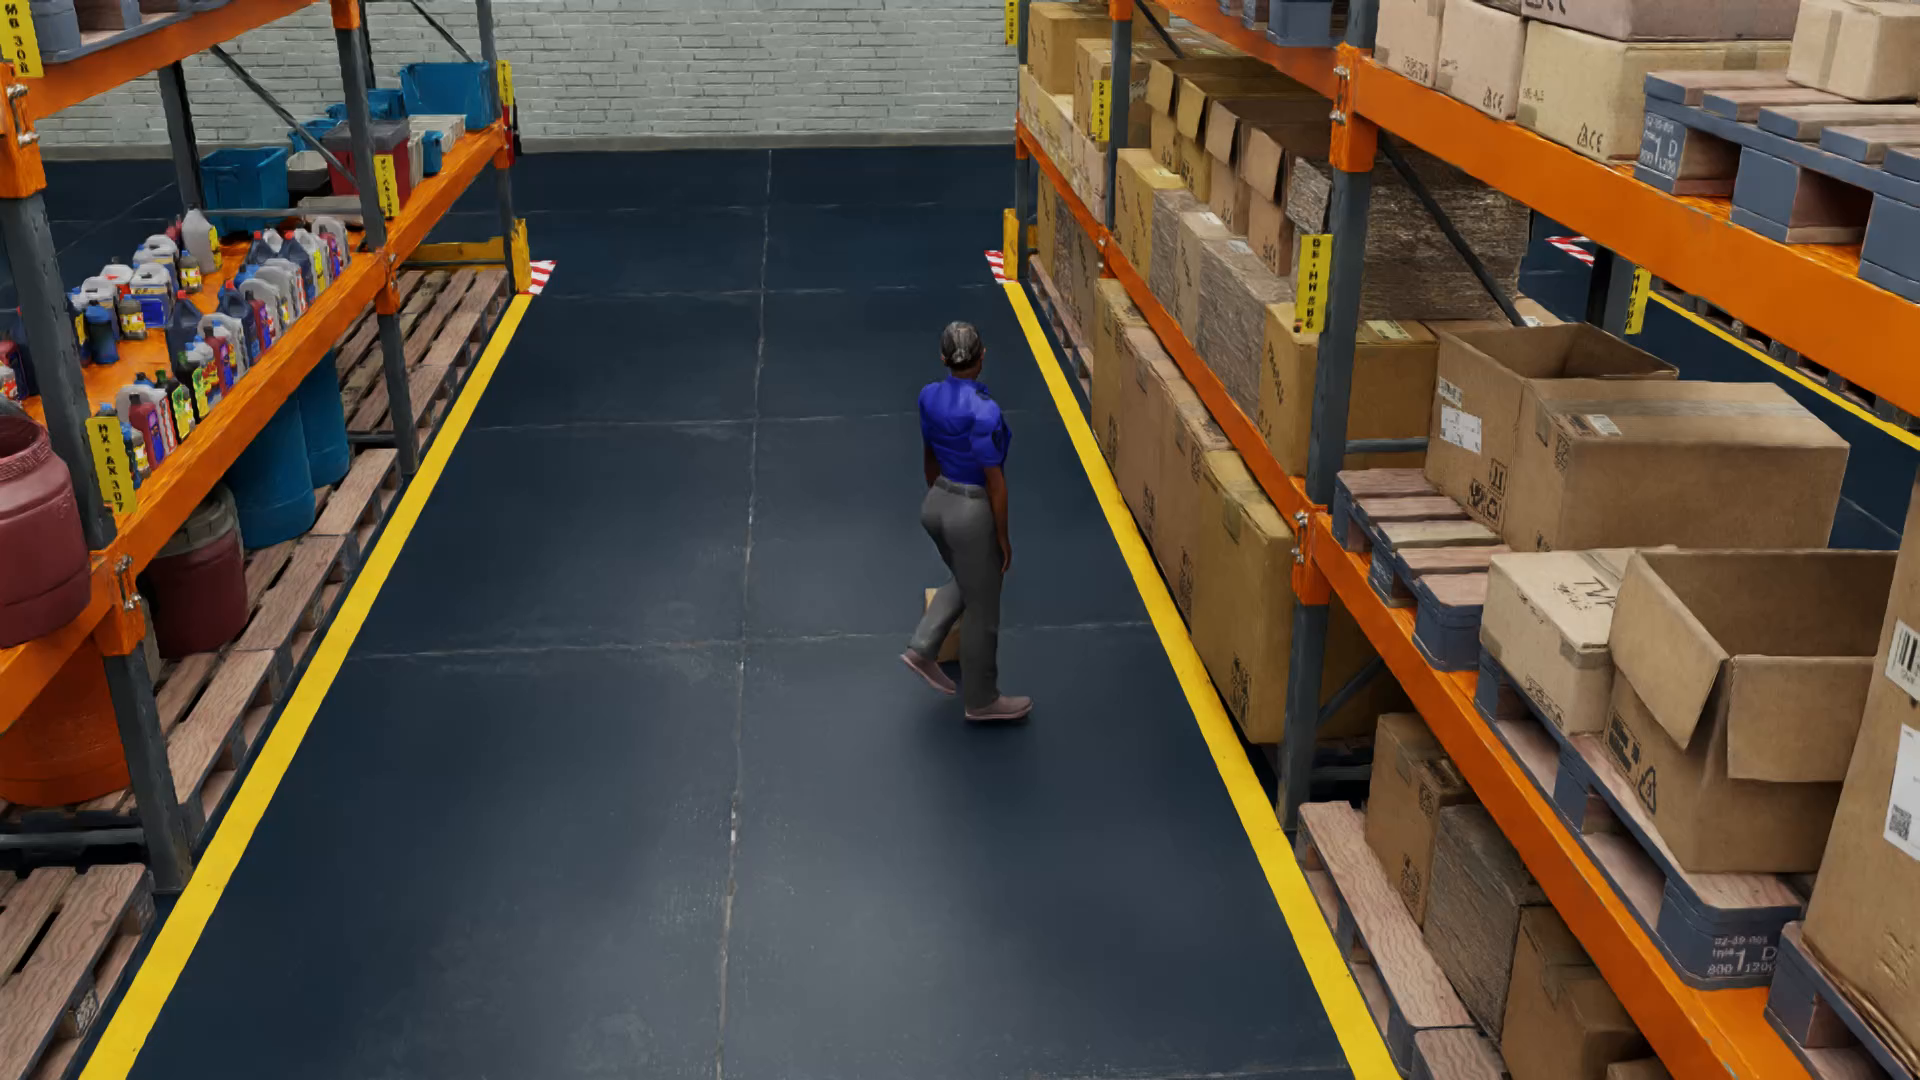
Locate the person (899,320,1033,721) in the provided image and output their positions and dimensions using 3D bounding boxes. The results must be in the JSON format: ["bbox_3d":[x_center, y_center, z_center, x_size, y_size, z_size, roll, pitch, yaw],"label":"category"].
[{"bbox_3d":[-0.004,-0.067,6.737,0.475,1.639,0.568,-17,29,-33],"label":"person"}]
